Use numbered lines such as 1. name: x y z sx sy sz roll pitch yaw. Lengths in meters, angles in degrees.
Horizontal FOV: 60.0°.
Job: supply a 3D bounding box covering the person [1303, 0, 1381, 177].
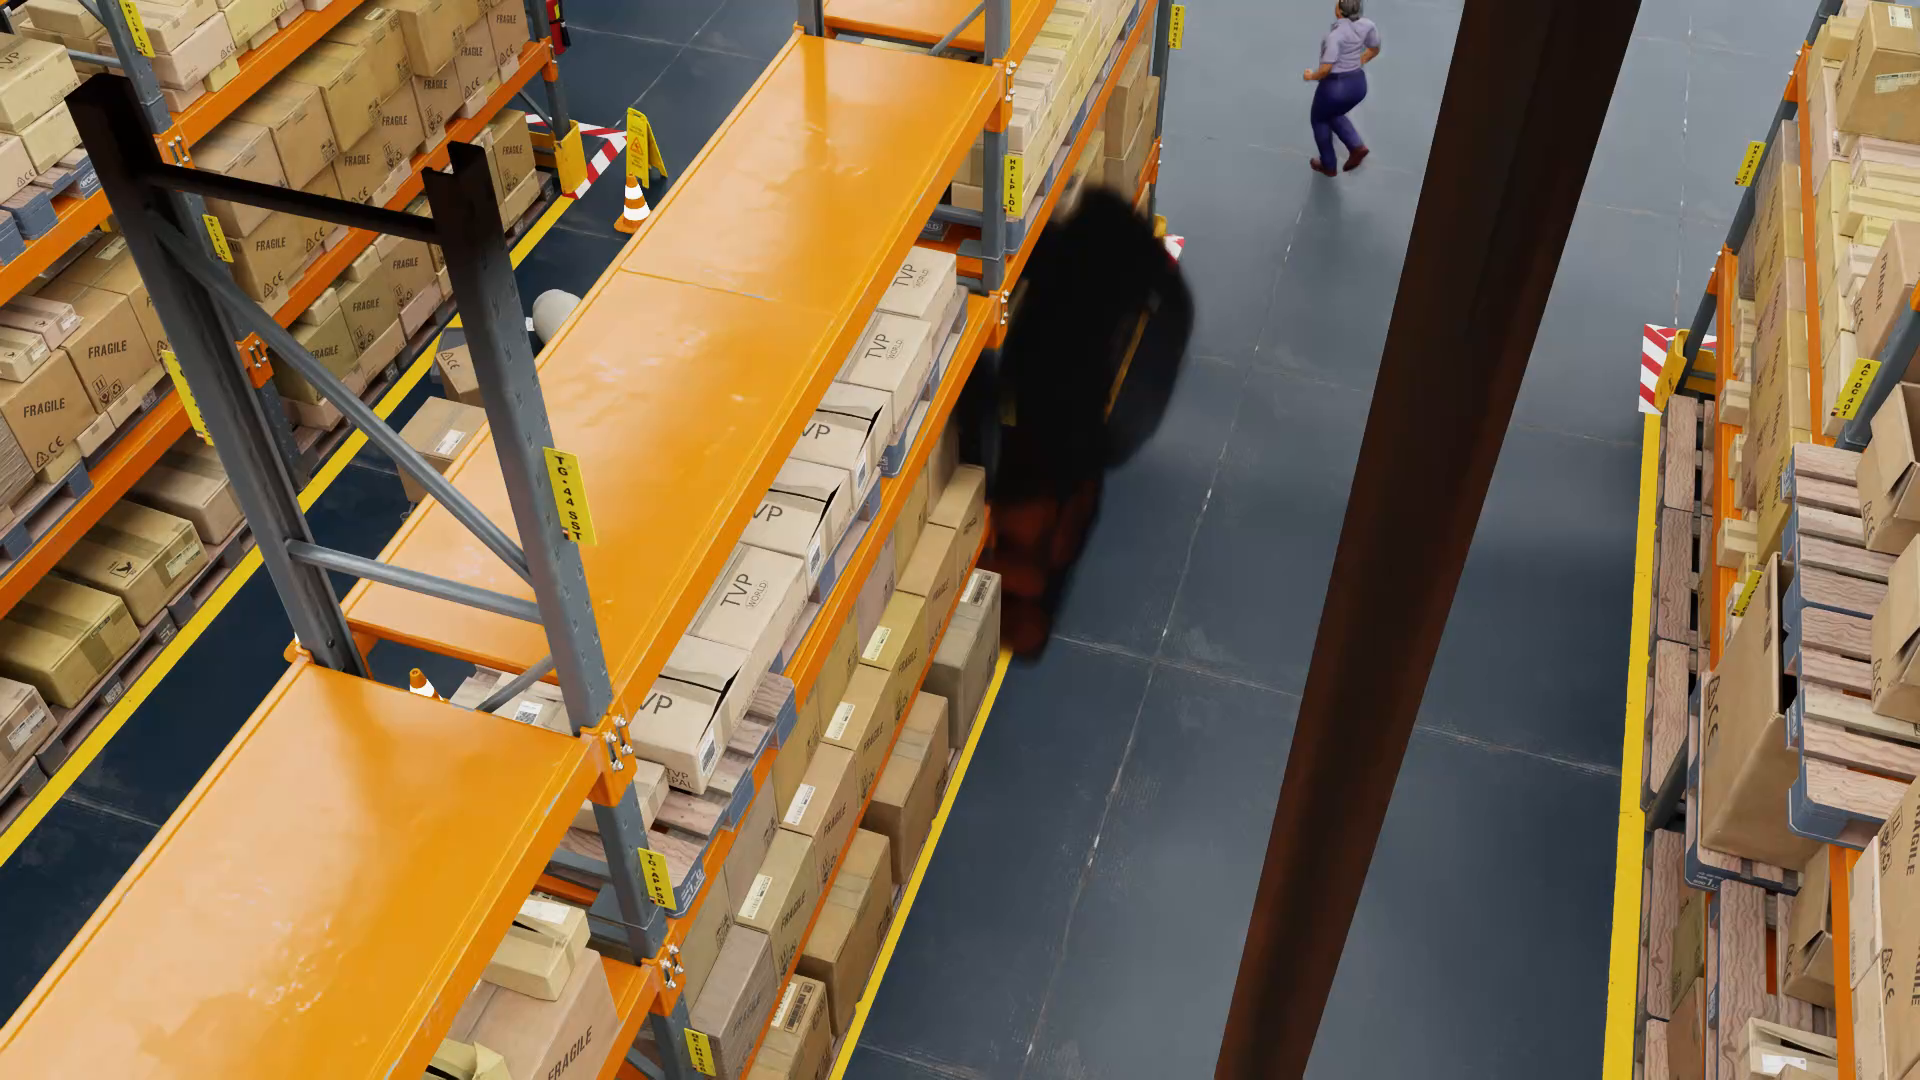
1. person: 3.143 -3.698 13.614 0.606 1.561 0.601 -24 50 -22
